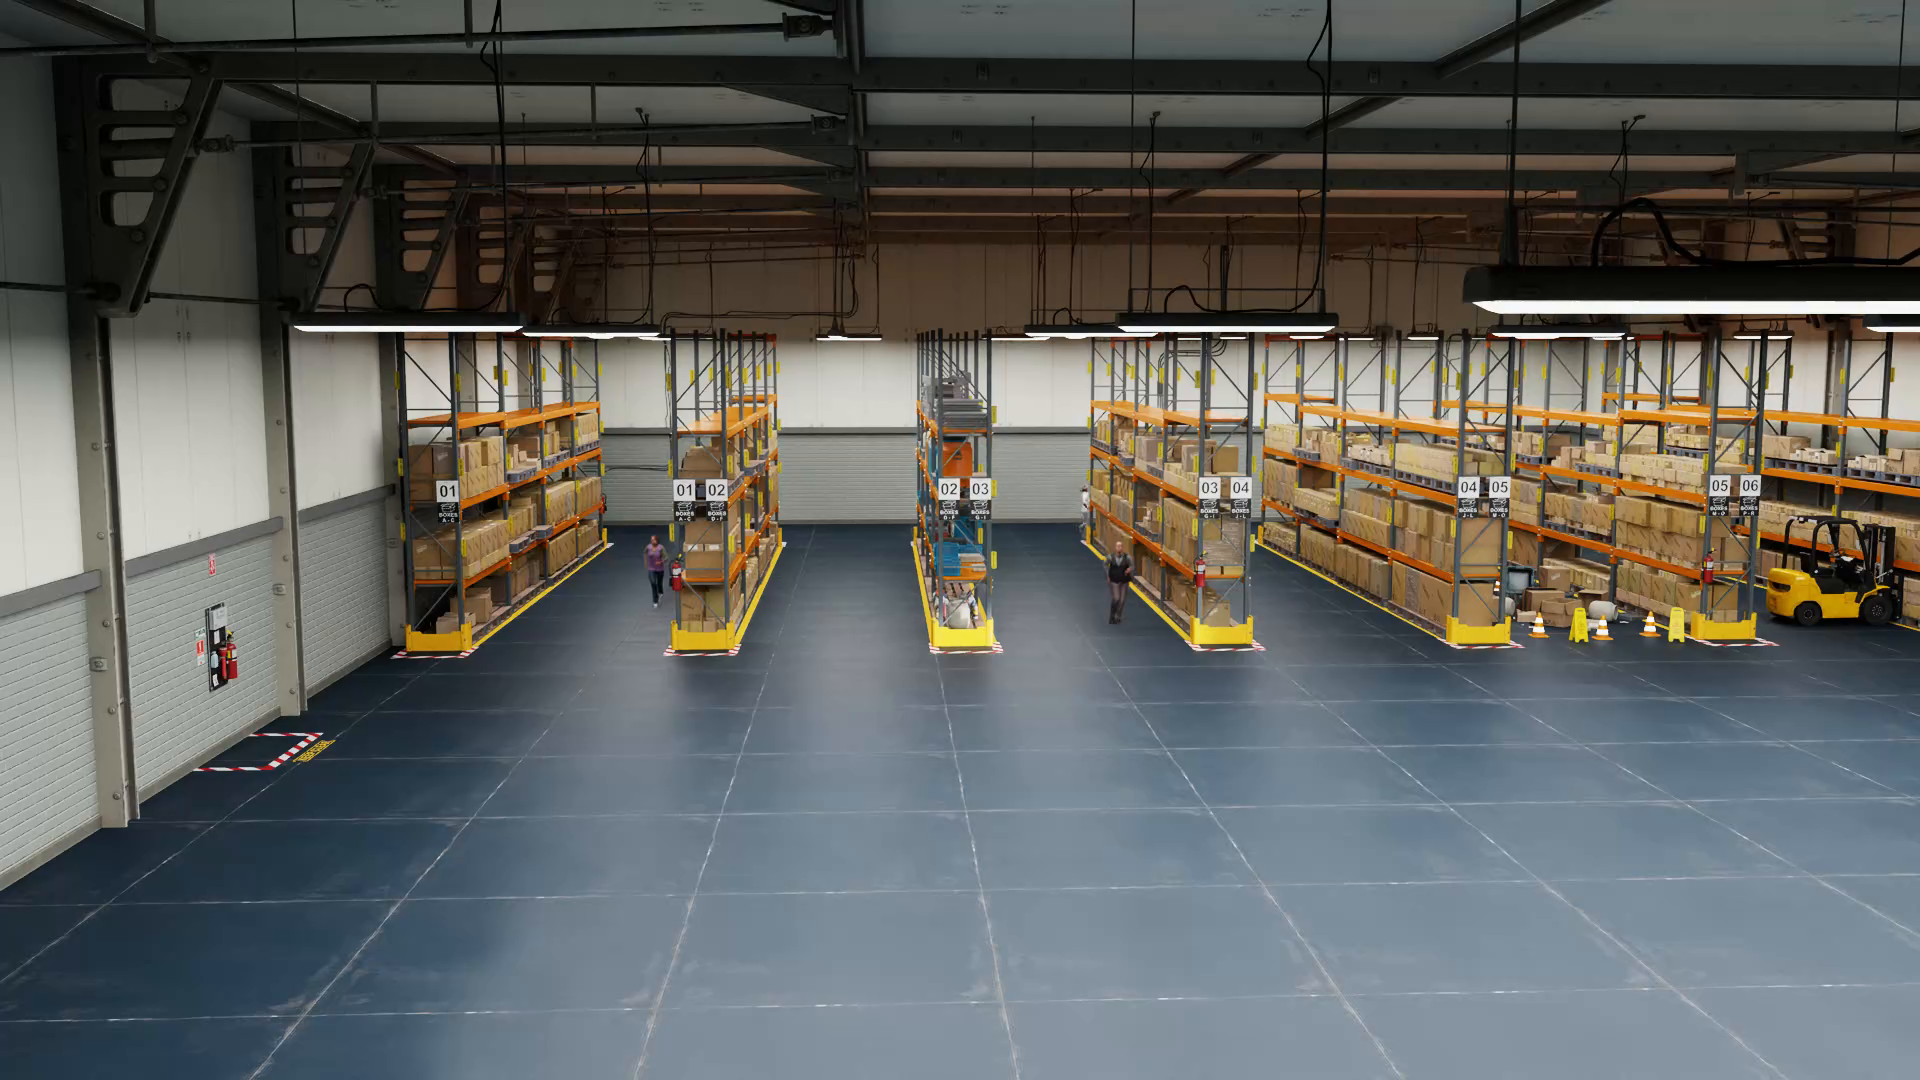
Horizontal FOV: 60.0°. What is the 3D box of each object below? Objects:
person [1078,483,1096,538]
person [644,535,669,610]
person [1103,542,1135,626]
[{"bbox_3d":[3.728,-0.862,48.994,0.517,1.640,0.605,1,7,11],"label":"person"},{"bbox_3d":[-6.610,0.670,36.212,0.557,1.598,0.929,0,7,-1],"label":"person"},{"bbox_3d":[3.248,0.839,33.800,0.632,1.621,0.697,0,7,0],"label":"person"}]
